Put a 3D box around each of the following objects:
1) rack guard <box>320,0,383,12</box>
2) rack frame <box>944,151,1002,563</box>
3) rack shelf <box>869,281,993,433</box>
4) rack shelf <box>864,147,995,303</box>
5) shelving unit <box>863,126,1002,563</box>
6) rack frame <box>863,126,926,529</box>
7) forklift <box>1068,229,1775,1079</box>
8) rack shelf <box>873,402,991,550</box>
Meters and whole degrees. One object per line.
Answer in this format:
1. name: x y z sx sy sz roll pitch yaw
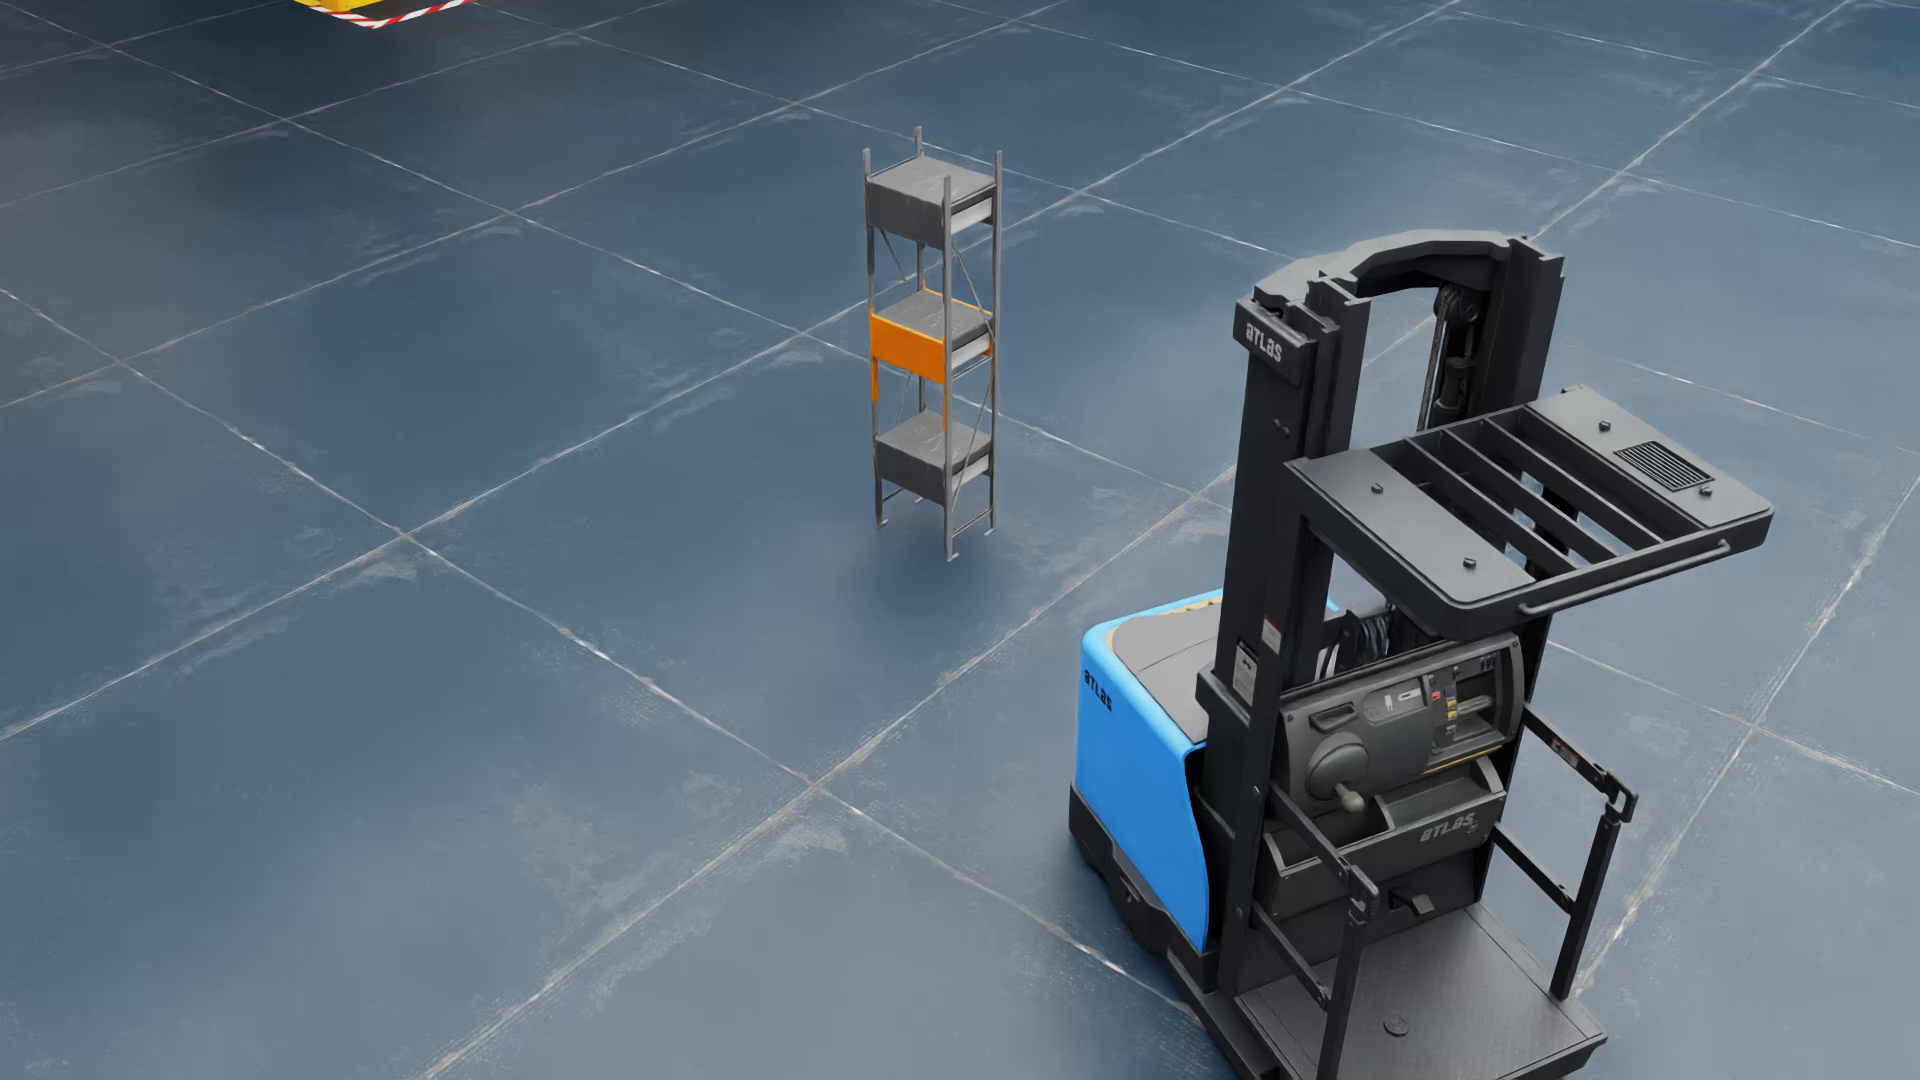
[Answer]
1. rack guard: -5.830 -5.676 16.573 0.348 0.500 1.175 25 42 32
2. rack frame: 0.060 -0.837 8.114 0.015 2.100 0.400 25 42 32
3. rack shelf: -0.127 -0.914 8.251 0.480 0.518 0.431 25 42 32
4. rack shelf: -0.127 -1.491 7.854 0.480 0.518 0.431 25 42 32
5. shelving unit: -0.127 -0.926 8.243 0.503 2.100 0.431 25 42 32
6. rack frame: -0.315 -1.014 8.372 0.015 2.100 0.400 25 42 32
7. forklift: 1.528 0.656 5.205 1.130 2.935 3.031 -15 37 -20
8. rack shelf: -0.127 -0.337 8.647 0.480 0.518 0.431 25 42 32
